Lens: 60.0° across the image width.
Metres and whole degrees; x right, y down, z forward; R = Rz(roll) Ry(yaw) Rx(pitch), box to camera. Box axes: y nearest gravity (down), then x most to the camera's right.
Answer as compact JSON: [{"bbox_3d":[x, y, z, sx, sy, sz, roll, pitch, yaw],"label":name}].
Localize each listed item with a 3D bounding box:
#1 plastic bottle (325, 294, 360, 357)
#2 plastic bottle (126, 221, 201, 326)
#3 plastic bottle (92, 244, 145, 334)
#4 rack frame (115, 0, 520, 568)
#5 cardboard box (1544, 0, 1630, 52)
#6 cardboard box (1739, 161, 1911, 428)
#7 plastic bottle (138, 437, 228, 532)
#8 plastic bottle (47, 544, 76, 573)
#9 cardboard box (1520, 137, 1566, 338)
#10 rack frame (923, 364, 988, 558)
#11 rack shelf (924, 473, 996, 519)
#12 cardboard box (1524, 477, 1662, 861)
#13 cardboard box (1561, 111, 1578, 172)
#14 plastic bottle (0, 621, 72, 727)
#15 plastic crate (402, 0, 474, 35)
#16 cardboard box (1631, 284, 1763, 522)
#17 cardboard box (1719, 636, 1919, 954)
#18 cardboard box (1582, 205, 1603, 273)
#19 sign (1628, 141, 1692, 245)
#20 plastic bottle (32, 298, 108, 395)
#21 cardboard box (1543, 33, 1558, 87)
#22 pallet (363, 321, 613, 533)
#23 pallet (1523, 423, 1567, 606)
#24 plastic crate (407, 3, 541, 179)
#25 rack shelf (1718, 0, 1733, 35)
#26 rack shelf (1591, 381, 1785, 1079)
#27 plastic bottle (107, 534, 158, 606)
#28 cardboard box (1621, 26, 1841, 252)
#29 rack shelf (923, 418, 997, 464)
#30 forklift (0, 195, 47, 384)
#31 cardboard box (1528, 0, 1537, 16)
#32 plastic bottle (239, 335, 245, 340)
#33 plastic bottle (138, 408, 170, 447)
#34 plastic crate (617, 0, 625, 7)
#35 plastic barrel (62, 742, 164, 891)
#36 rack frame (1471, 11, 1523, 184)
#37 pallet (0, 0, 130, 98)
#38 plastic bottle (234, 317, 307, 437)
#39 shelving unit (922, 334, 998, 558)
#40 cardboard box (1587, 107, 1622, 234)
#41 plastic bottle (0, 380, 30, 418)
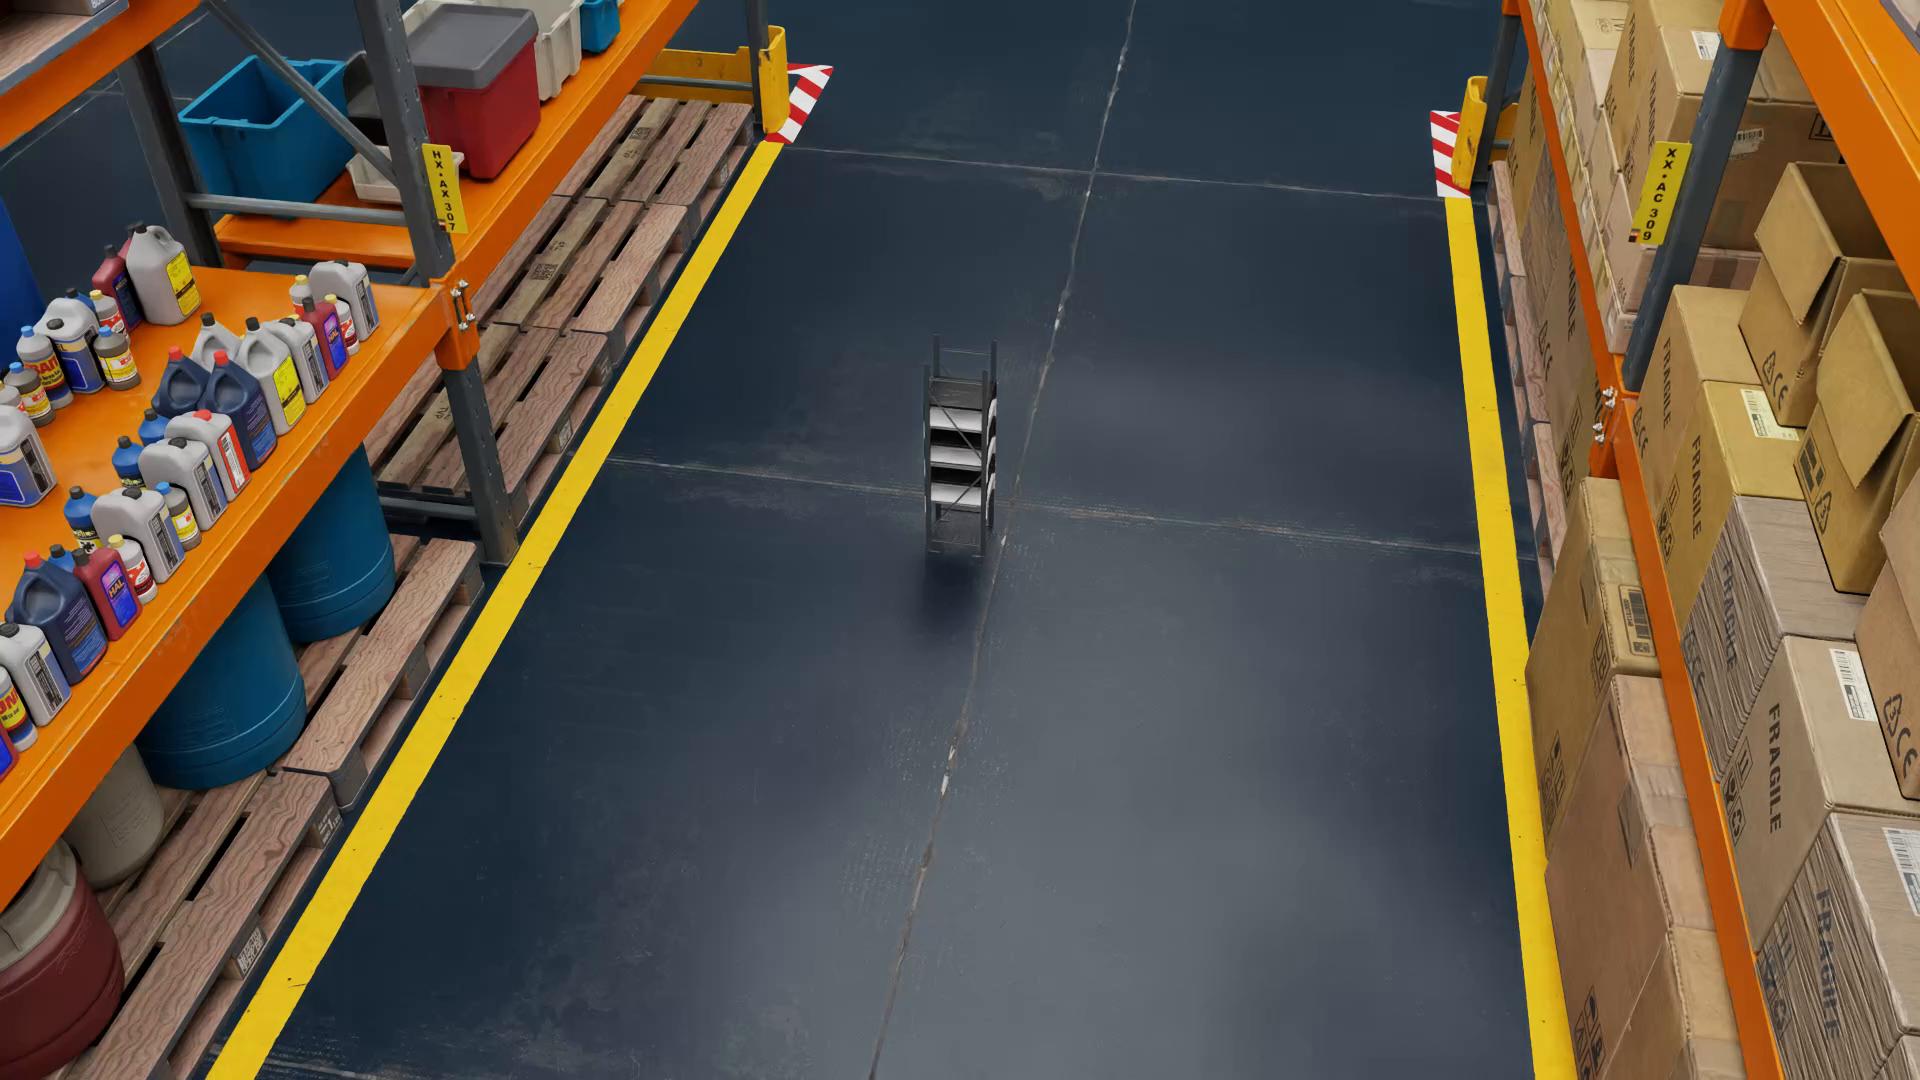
[{"bbox_3d":[-2.021,-0.702,5.401,0.097,0.201,0.097,0,40,0],"label":"plastic bottle"},{"bbox_3d":[-2.665,-0.908,5.533,0.144,0.351,0.185,6,40,8],"label":"plastic bottle"},{"bbox_3d":[-2.784,-0.826,5.486,0.061,0.283,0.133,6,40,8],"label":"plastic bottle"},{"bbox_3d":[-2.278,-1.138,5.772,1.000,3.000,0.127,6,40,8],"label":"rack frame"},{"bbox_3d":[2.770,-2.245,6.996,0.500,0.250,0.500,5,40,6],"label":"cardboard box"},{"bbox_3d":[2.498,-0.615,4.274,0.797,0.503,0.637,5,40,7],"label":"cardboard box"},{"bbox_3d":[-2.201,-0.177,4.707,0.152,0.276,0.135,6,40,8],"label":"plastic bottle"},{"bbox_3d":[-2.318,0.124,4.347,0.097,0.271,0.097,0,40,0],"label":"plastic bottle"},{"bbox_3d":[3.103,-1.463,7.504,0.875,0.875,0.875,6,40,8],"label":"cardboard box"},{"bbox_3d":[-0.016,-0.288,6.392,0.240,0.900,0.006,6,40,8],"label":"rack frame"},{"bbox_3d":[0.001,-0.187,6.605,0.258,0.077,0.200,6,40,8],"label":"rack shelf"},{"bbox_3d":[2.510,0.469,5.166,1.225,0.875,0.875,7,40,8],"label":"cardboard box"},{"bbox_3d":[2.553,-1.529,6.442,0.380,0.149,0.250,6,40,7],"label":"cardboard box"},{"bbox_3d":[-2.337,0.314,4.113,0.152,0.276,0.135,6,40,8],"label":"plastic bottle"},{"bbox_3d":[-2.272,-2.185,7.199,0.293,0.136,0.466,6,40,8],"label":"plastic crate"},{"bbox_3d":[2.275,-0.369,4.764,0.500,0.500,0.500,7,40,8],"label":"cardboard box"},{"bbox_3d":[2.017,0.586,3.609,0.500,0.500,0.500,7,40,9],"label":"cardboard box"},{"bbox_3d":[2.420,-1.045,5.857,0.380,0.149,0.250,6,40,7],"label":"cardboard box"},{"bbox_3d":[2.054,-1.016,4.883,0.100,0.325,0.005,6,40,8],"label":"sign"},{"bbox_3d":[-2.796,-0.612,5.233,0.152,0.276,0.135,6,40,8],"label":"plastic bottle"},{"bbox_3d":[2.686,-2.011,7.026,0.380,0.149,0.250,6,40,7],"label":"cardboard box"},{"bbox_3d":[-2.189,-0.529,7.224,1.003,0.211,1.213,6,40,8],"label":"pallet"},{"bbox_3d":[2.809,0.015,6.567,1.003,0.211,1.213,6,40,8],"label":"pallet"},{"bbox_3d":[-1.876,-1.718,6.377,0.402,0.464,0.583,6,40,8],"label":"plastic crate"},{"bbox_3d":[2.947,-2.725,5.903,1.077,0.370,4.000,6,40,8],"label":"rack shelf"},{"bbox_3d":[2.254,0.941,3.822,1.077,0.370,4.000,6,40,8],"label":"rack shelf"},{"bbox_3d":[-2.235,0.074,4.463,0.097,0.201,0.097,0,40,0],"label":"plastic bottle"},{"bbox_3d":[2.417,-1.255,5.210,0.500,0.500,0.500,7,40,9],"label":"cardboard box"},{"bbox_3d":[0.001,-0.396,6.433,0.258,0.077,0.200,6,40,8],"label":"rack shelf"},{"bbox_3d":[-5.012,-1.067,5.740,1.130,2.935,3.031,14,42,16],"label":"forklift"},{"bbox_3d":[2.819,-2.497,7.613,0.380,0.149,0.250,6,40,7],"label":"cardboard box"},{"bbox_3d":[-2.217,-0.551,5.218,0.097,0.201,0.097,0,40,0],"label":"plastic bottle"},{"bbox_3d":[-2.304,-0.261,4.813,0.097,0.271,0.097,0,40,0],"label":"plastic bottle"},{"bbox_3d":[-1.670,-2.492,7.570,0.298,0.136,0.250,6,40,8],"label":"plastic crate"},{"bbox_3d":[-2.697,0.788,5.066,0.421,0.512,0.421,0,40,0],"label":"plastic barrel"},{"bbox_3d":[3.293,-3.102,8.148,1.000,3.000,0.127,6,40,8],"label":"rack frame"},{"bbox_3d":[-2.510,-1.006,3.407,1.003,0.211,1.213,6,40,8],"label":"pallet"},{"bbox_3d":[-2.114,-0.506,5.046,0.144,0.351,0.185,6,40,8],"label":"plastic bottle"},{"bbox_3d":[0.001,-0.352,6.469,0.258,0.900,0.210,6,40,8],"label":"shelving unit"},{"bbox_3d":[2.506,-1.279,5.828,0.500,0.250,0.500,8,40,9],"label":"cardboard box"},{"bbox_3d":[-2.877,-0.391,5.025,0.097,0.201,0.097,0,40,0],"label":"plastic bottle"}]
